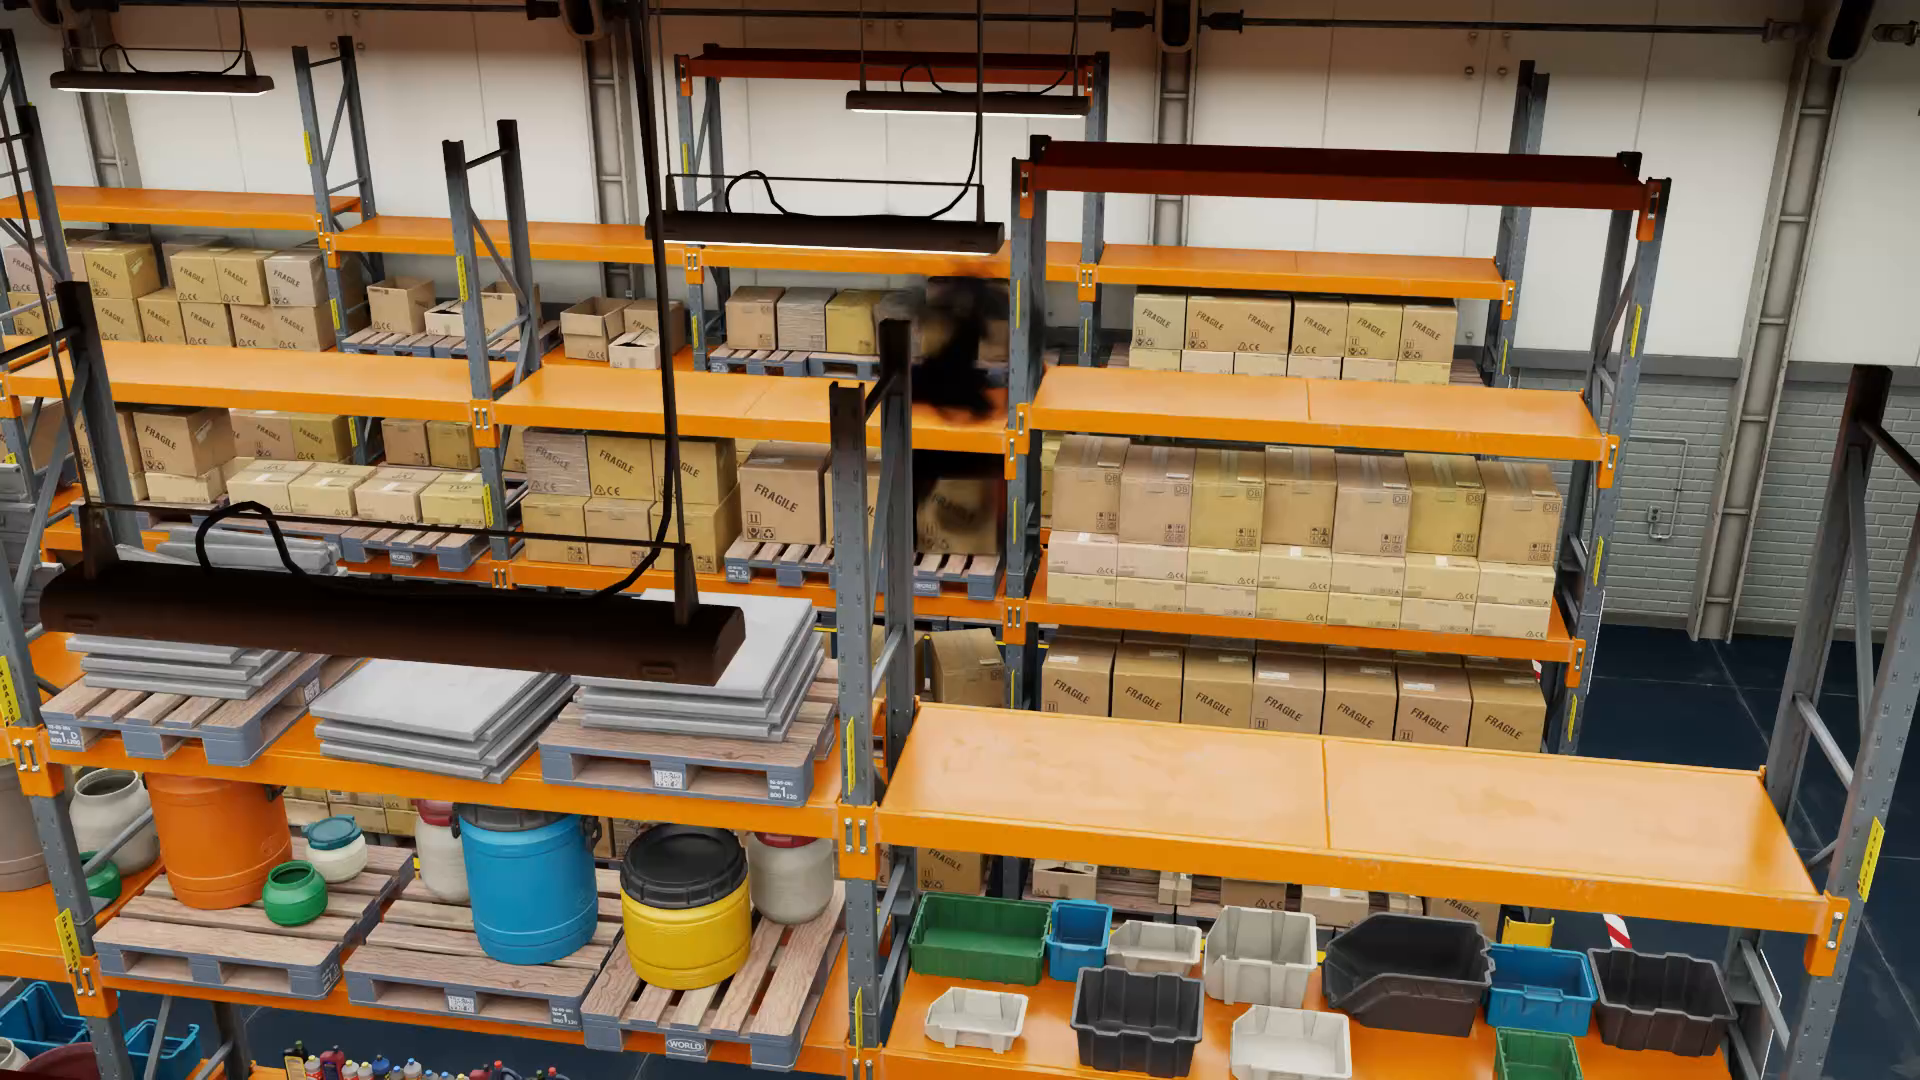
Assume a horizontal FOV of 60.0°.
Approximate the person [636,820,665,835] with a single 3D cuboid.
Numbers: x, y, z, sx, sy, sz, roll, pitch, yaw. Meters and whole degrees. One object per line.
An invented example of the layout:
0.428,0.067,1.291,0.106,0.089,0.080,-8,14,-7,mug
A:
-2.025,2.590,11.357,0.805,1.886,0.627,-1,23,-3,person
